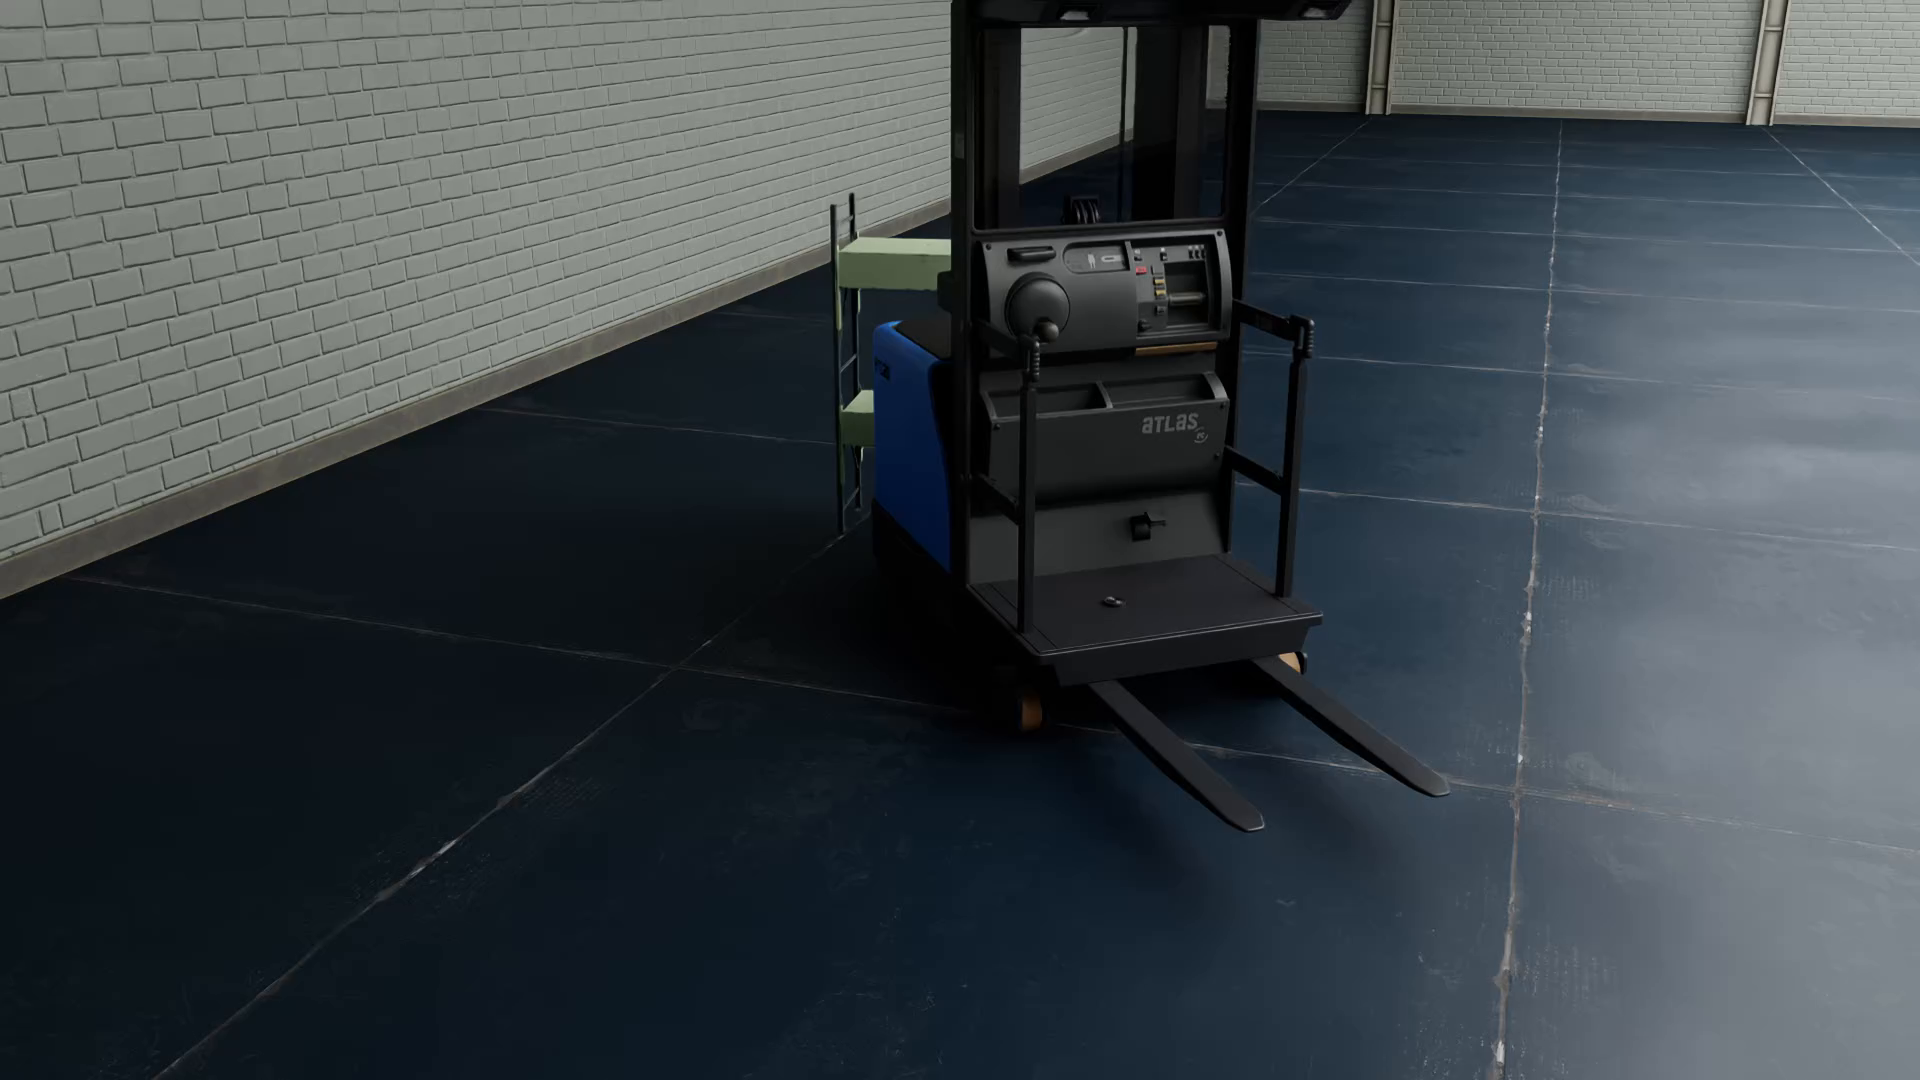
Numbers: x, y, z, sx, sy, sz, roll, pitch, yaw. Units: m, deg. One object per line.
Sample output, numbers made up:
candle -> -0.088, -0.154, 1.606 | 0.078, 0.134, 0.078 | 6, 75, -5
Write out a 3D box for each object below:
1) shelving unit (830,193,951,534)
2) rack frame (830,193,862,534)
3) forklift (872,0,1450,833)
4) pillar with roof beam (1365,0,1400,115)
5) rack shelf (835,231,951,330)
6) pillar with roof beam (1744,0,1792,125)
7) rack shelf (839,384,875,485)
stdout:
shelving unit -> -0.156, -0.781, 7.539 | 0.755, 1.500, 0.431 | 3, 19, 9
rack frame -> -0.517, -0.801, 7.595 | 0.023, 1.500, 0.400 | 3, 19, 9
forklift -> 0.595, -0.875, 5.635 | 1.130, 2.935, 3.031 | -7, 20, -19
pillar with roof beam -> 5.791, -10.265, 23.353 | 0.400, 9.000, 9.100 | 7, 20, 18
rack shelf -> -0.156, -1.150, 7.410 | 0.720, 0.370, 0.431 | 3, 19, 9
pillar with roof beam -> 11.459, -9.617, 21.493 | 0.400, 9.000, 9.100 | 7, 20, 18
rack shelf -> -0.156, -0.473, 7.646 | 0.720, 0.370, 0.431 | 3, 19, 9
